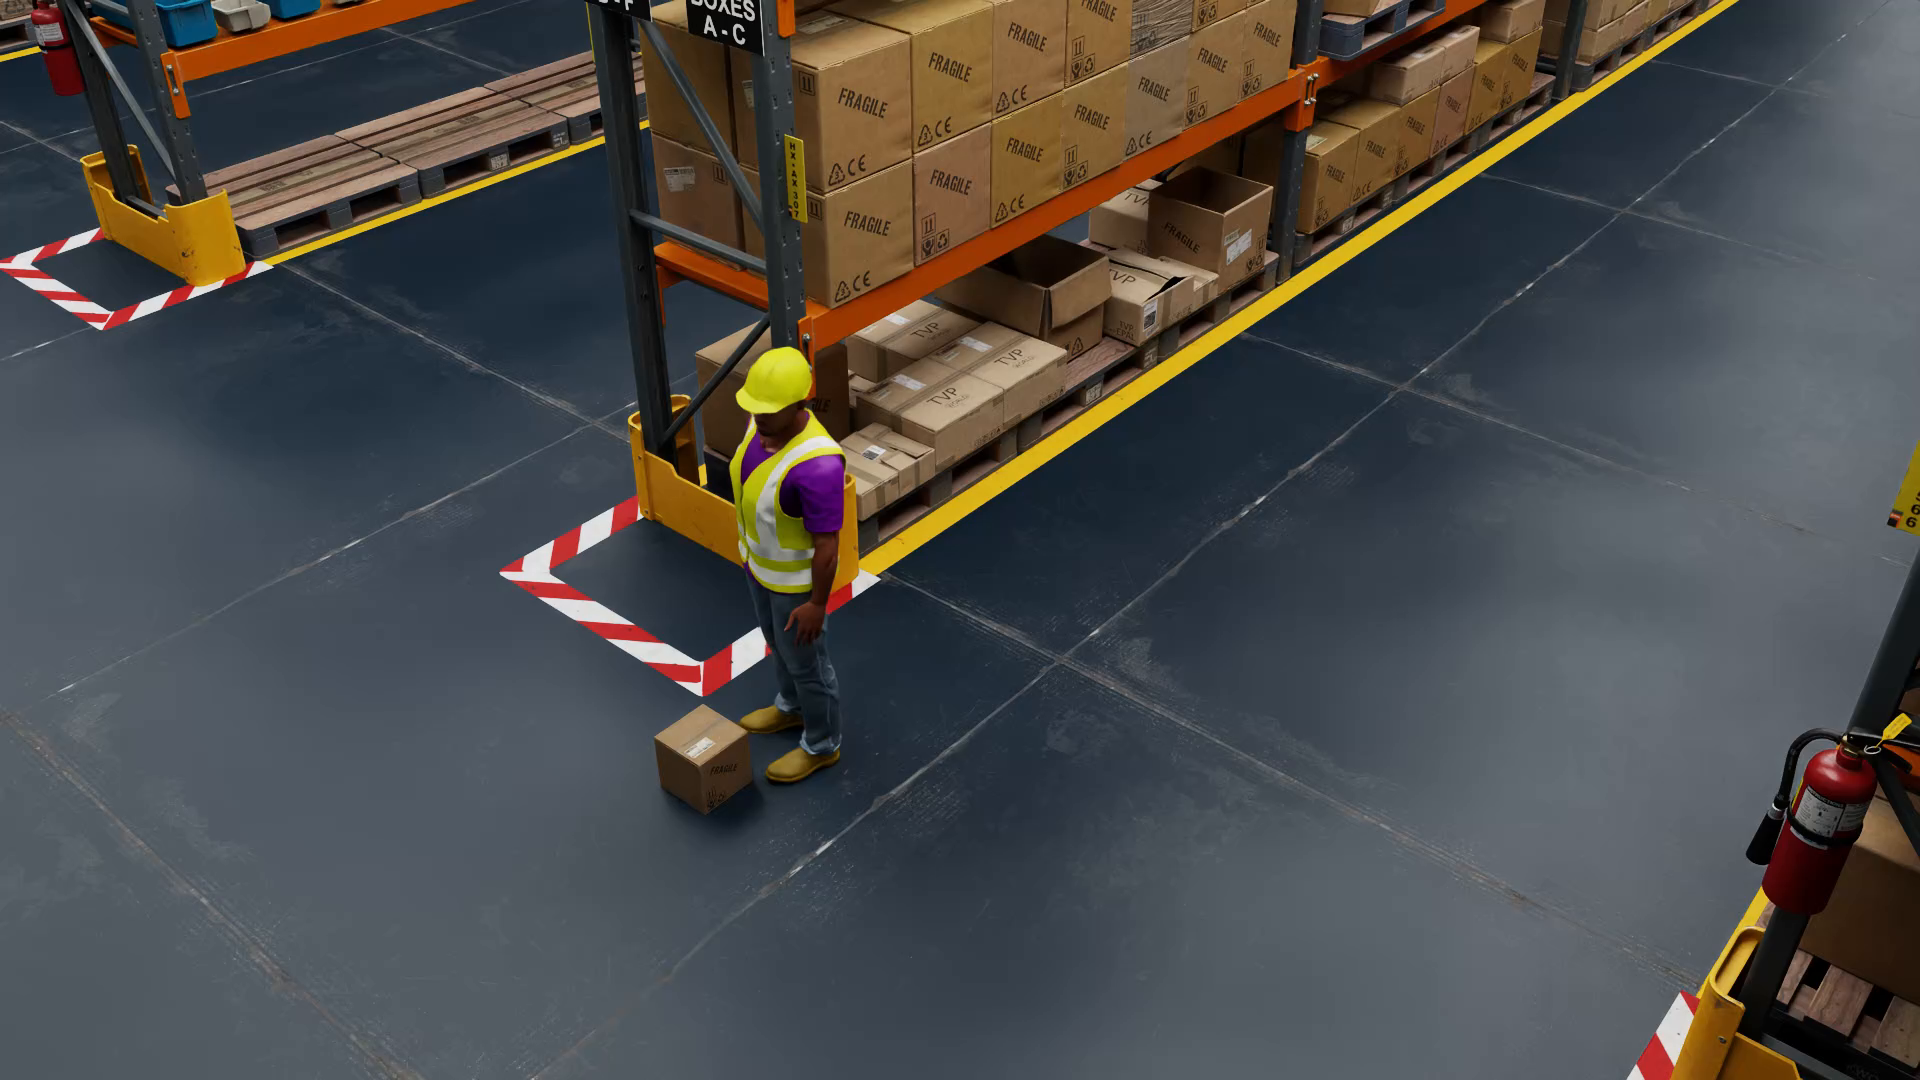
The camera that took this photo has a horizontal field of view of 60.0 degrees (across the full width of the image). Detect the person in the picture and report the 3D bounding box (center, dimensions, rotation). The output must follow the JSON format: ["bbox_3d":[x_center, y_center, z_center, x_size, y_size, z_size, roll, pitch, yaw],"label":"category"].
[{"bbox_3d":[-0.619,0.106,5.976,0.365,1.778,0.583,-17,38,-23],"label":"person"}]
